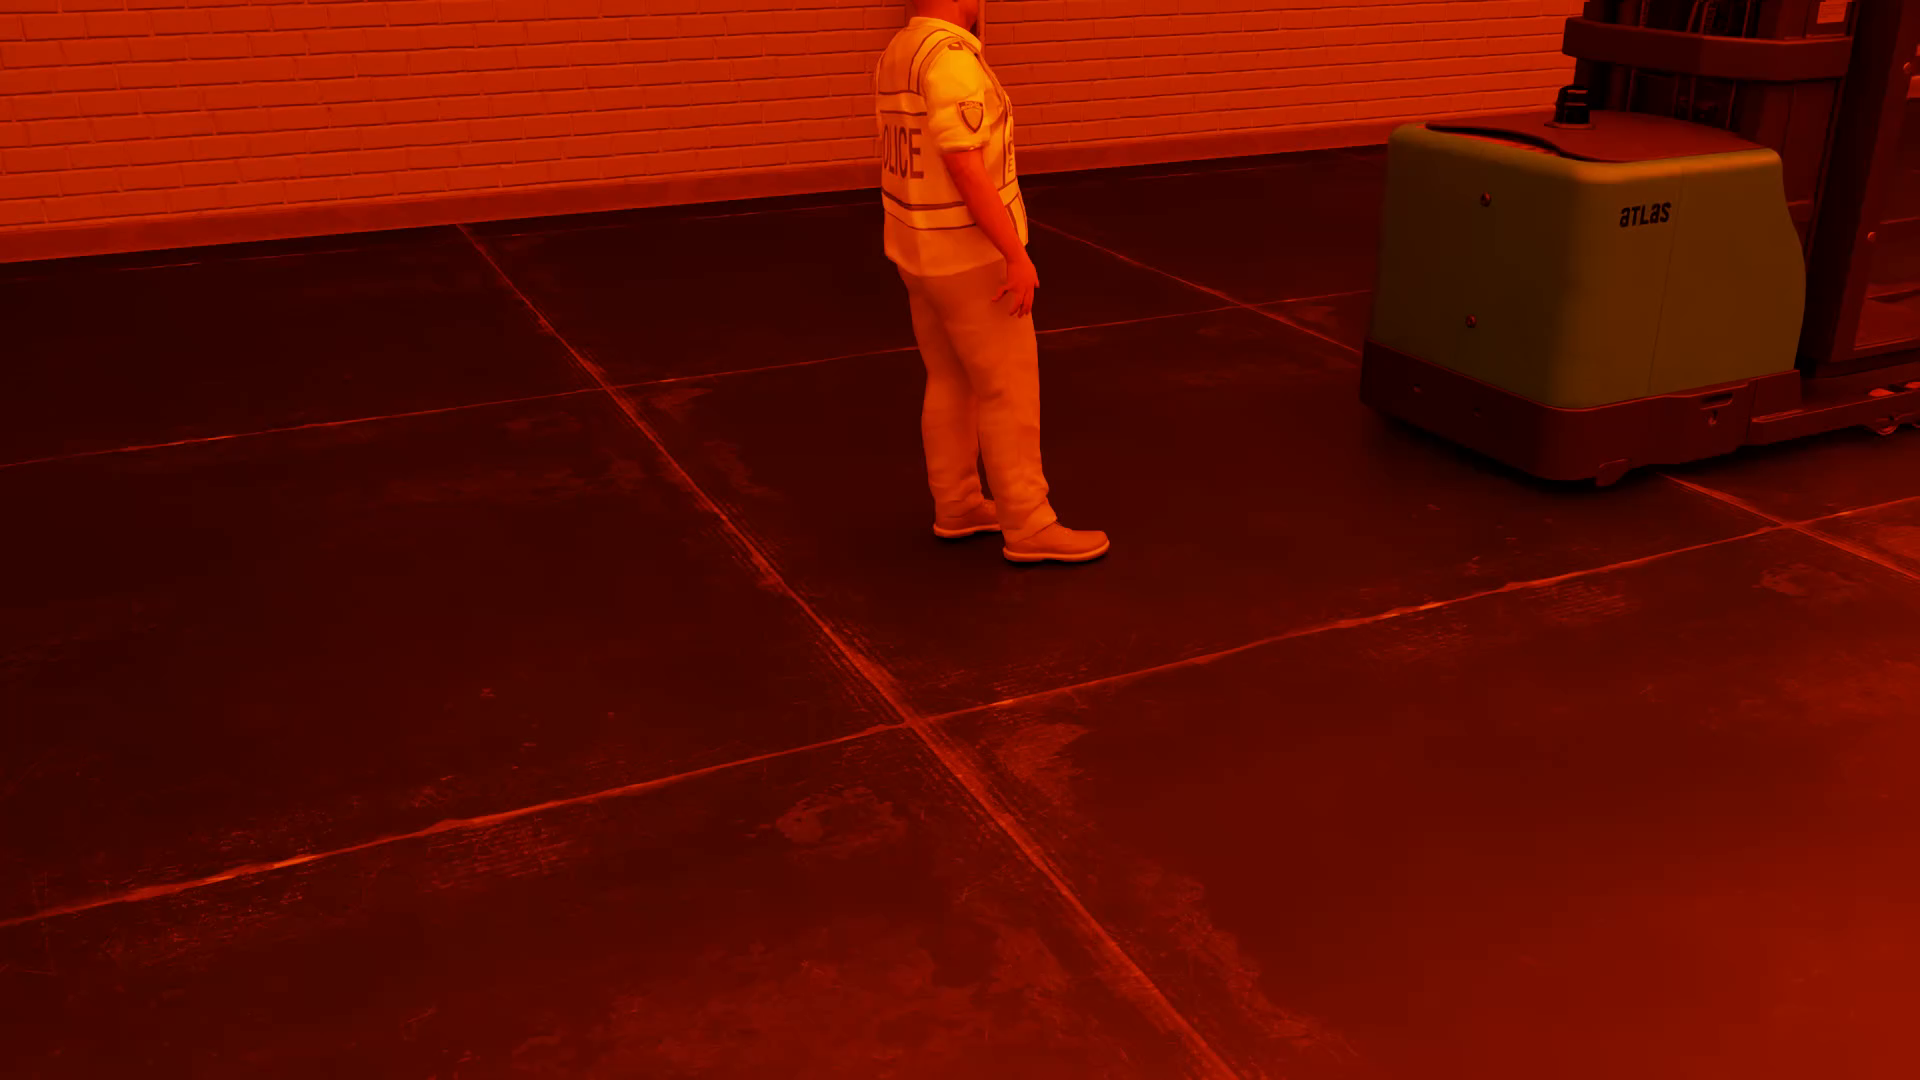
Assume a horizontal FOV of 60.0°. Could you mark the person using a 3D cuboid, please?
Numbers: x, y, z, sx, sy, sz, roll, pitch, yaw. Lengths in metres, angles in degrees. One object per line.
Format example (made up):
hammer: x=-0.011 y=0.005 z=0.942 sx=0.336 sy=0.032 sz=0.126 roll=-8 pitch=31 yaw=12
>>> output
person: x=0.075 y=-0.838 z=4.782 sx=0.575 sy=1.781 sz=0.640 roll=-10 pitch=25 yaw=-23

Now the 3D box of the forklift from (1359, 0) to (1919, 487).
forklift: x=3.034 y=-1.902 z=5.865 sx=3.031 sy=2.935 sz=1.130 roll=-11 pitch=25 yaw=-24
